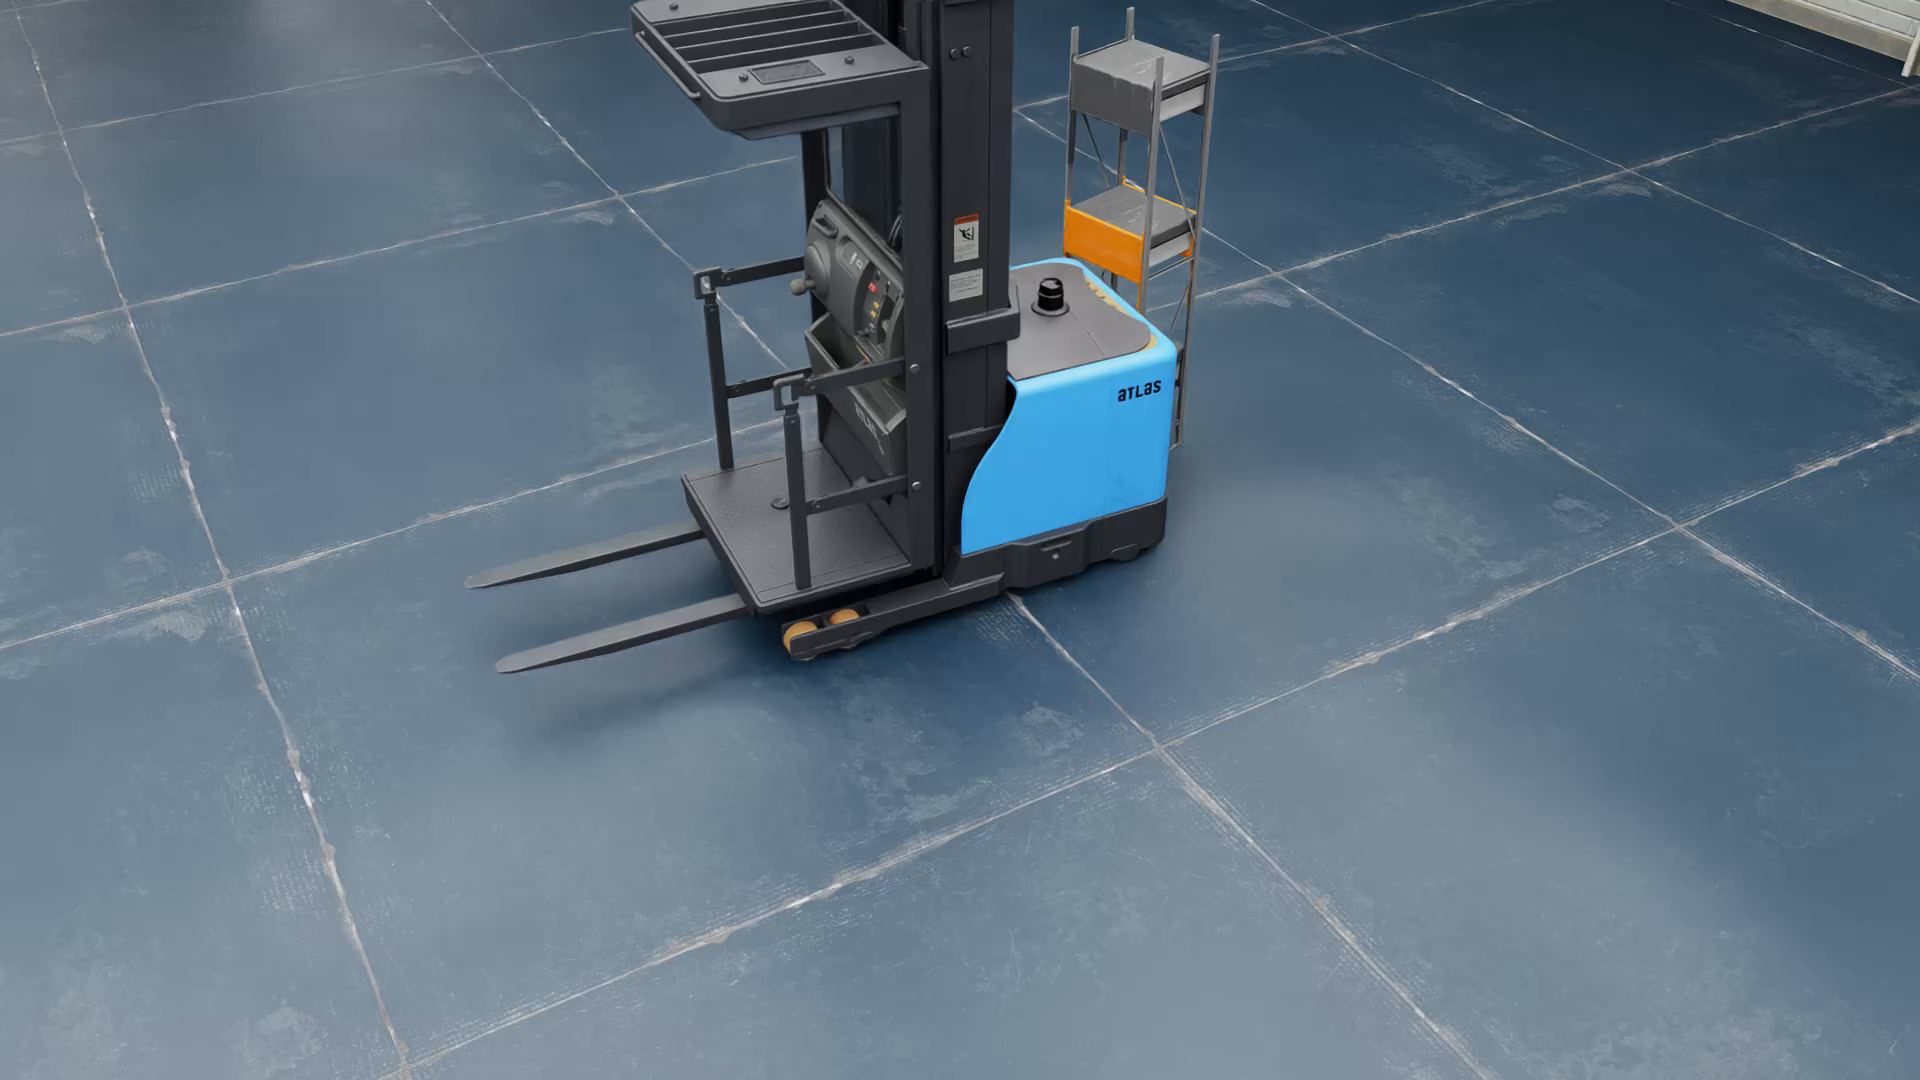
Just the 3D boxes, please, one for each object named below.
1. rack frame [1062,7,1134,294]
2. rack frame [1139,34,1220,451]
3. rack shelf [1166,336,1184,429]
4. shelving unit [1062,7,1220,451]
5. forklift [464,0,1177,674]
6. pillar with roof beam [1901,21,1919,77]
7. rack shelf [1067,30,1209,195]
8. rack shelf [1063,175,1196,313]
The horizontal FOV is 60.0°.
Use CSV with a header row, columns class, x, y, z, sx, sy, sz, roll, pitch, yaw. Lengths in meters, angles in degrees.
class,x,y,z,sx,sy,sz,roll,pitch,yaw
rack frame,0.634,-1.461,7.970,0.400,2.100,0.015,-30,45,-34
rack frame,0.972,-1.253,7.686,0.400,2.100,0.015,-30,45,-34
rack shelf,0.803,-0.781,8.249,0.431,0.518,0.480,-30,45,-34
shelving unit,0.803,-1.357,7.828,0.431,2.100,0.503,-30,45,-34
forklift,-0.616,-1.028,6.673,3.031,2.935,1.130,-15,39,-20
pillar with roof beam,3.620,-5.821,8.091,9.100,9.000,0.400,-19,40,-24
rack shelf,0.803,-1.912,7.423,0.431,0.518,0.480,-30,45,-34
rack shelf,0.803,-1.346,7.836,0.431,0.518,0.480,-30,45,-34
